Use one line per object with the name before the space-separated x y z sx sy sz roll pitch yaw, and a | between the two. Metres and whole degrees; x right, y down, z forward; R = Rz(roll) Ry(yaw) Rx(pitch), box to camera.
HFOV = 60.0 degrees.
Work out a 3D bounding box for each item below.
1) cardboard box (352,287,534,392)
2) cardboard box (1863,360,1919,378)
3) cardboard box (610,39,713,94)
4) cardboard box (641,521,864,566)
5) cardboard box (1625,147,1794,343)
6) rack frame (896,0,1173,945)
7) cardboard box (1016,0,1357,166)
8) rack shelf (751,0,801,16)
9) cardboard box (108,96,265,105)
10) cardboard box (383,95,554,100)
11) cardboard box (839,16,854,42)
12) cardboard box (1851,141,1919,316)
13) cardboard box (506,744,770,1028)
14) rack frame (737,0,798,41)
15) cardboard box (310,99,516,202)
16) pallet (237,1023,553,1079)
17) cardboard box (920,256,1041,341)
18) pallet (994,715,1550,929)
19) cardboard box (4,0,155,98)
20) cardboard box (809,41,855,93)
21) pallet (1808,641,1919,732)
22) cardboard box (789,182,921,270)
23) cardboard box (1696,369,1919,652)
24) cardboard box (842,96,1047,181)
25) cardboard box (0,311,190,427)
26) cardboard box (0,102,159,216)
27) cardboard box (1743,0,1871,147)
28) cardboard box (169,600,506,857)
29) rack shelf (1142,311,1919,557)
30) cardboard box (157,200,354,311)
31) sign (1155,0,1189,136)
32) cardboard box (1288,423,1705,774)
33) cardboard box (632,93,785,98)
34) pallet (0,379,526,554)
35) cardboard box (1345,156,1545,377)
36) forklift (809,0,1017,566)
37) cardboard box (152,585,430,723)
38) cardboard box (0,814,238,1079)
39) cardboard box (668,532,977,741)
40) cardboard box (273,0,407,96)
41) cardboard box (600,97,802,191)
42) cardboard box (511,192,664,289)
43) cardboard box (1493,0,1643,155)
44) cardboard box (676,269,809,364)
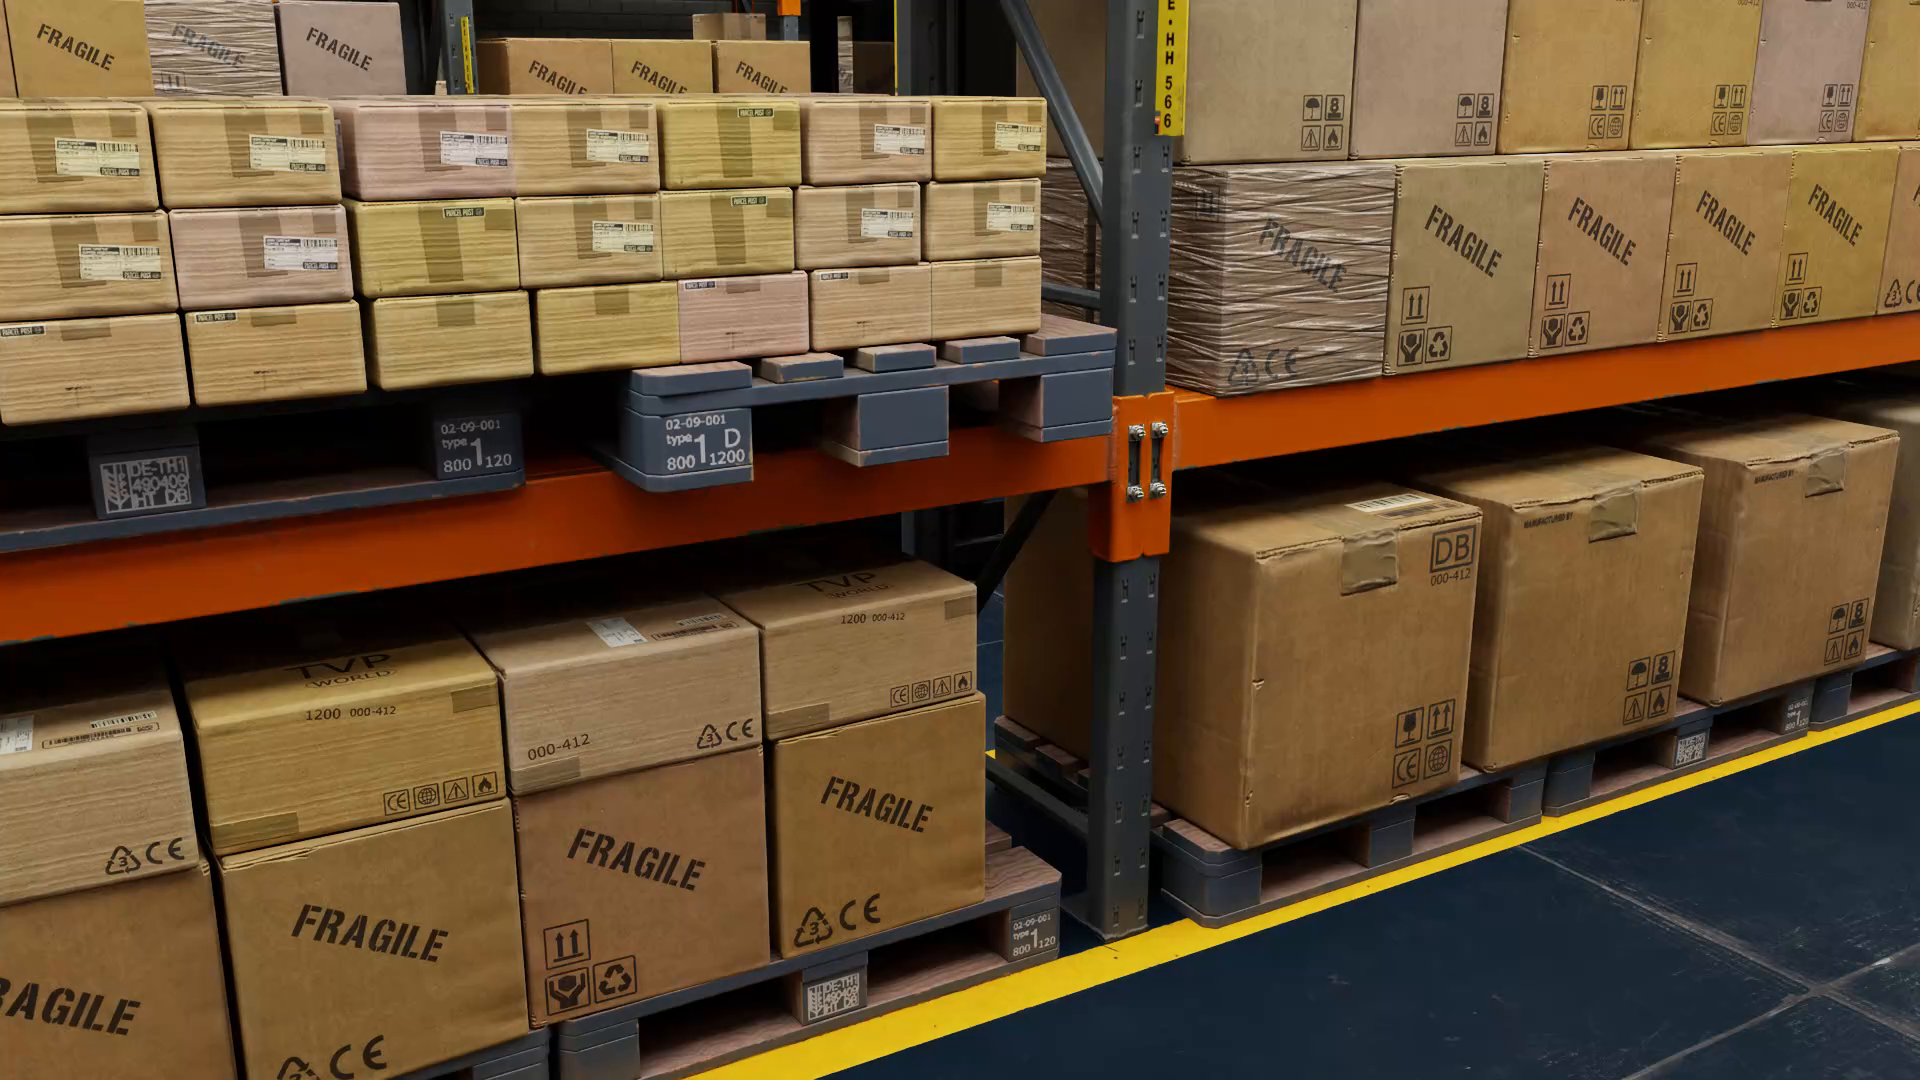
cardboard box | -0.920 -0.368 2.852 0.250 0.149 0.380 -10 19 -32
cardboard box | 4.149 -0.410 6.472 0.875 0.875 0.875 -9 18 -29
cardboard box | -1.543 -2.211 8.226 0.500 0.500 0.500 -8 18 -27
cardboard box | -0.570 0.077 4.042 0.500 0.250 0.500 -10 19 -32
cardboard box | 1.964 -0.861 4.740 0.500 0.500 0.500 -9 18 -30
rack frame | 0.145 -0.603 4.004 0.127 3.000 1.000 -9 18 -30
cardboard box | 0.535 -1.193 4.070 0.500 0.500 0.700 -9 18 -30
rack shelf | 0.093 -4.814 14.802 4.000 0.370 1.077 -9 18 -30
cardboard box | -1.476 -0.768 3.179 0.250 0.149 0.380 -9 18 -28
cardboard box | -1.019 -0.844 3.447 0.250 0.149 0.380 -10 19 -32
cardboard box | -0.525 -2.838 9.260 0.250 0.149 0.380 -8 18 -27
cardboard box | 2.831 -1.003 5.244 0.500 0.500 0.500 -9 18 -30
cardboard box | -0.731 0.622 3.488 0.500 0.500 0.500 -8 18 -27
rack frame | -1.621 -3.438 14.118 0.127 3.000 1.000 -9 18 -30
cardboard box | -0.916 -0.656 2.777 0.250 0.149 0.380 -9 18 -30
pallet | -1.570 1.016 3.393 1.213 0.211 1.003 -9 18 -30
cardboard box | -0.041 -0.509 3.357 0.250 0.149 0.380 -9 18 -29
pallet | 0.860 0.647 4.709 1.213 0.211 1.003 -9 18 -30
cardboard box | -3.664 -1.991 6.917 0.500 0.500 0.500 -9 18 -30
cardboard box | -0.658 -2.354 8.736 0.500 0.500 0.500 -10 19 -32
pallet | 2.952 0.308 5.919 1.213 0.211 1.003 -9 18 -30
cardboard box | -0.271 -0.616 3.187 0.250 0.149 0.380 -8 18 -28
cardboard box | 3.088 -0.171 5.853 0.750 0.750 1.050 -9 18 -30
cardboard box | -0.039 -0.797 3.280 0.250 0.149 0.380 -10 19 -32
cardboard box | -1.375 -0.294 2.588 0.250 0.149 0.380 -10 19 -32
cardboard box | -1.372 -0.581 2.512 0.250 0.149 0.380 -9 18 -28
cardboard box | 2.278 -1.476 5.081 0.500 0.500 0.700 -9 18 -29
cardboard box | -1.177 0.333 3.130 0.500 0.250 0.500 -9 18 -28
rack shelf | 1.860 -0.535 5.093 4.000 0.370 1.077 -9 18 -30
cardboard box | -1.148 -0.474 2.679 0.250 0.149 0.380 -9 18 -28
sign | 0.433 -0.998 3.415 0.005 0.325 0.100 -9 18 -30
cardboard box | 1.461 0.092 4.915 0.750 0.750 1.050 -9 18 -29
cardboard box | -0.579 -0.913 3.696 0.250 0.149 0.380 -10 18 -31
pallet | -1.530 -0.226 3.015 1.213 0.211 1.003 -9 18 -30
cardboard box | 1.104 -0.723 4.245 0.500 0.500 0.500 -9 18 -30
forklift | -0.546 -1.327 6.713 3.031 2.935 1.130 -9 18 -29
cardboard box | -1.436 0.213 3.555 0.500 0.250 0.500 -9 18 -29
cardboard box | -1.619 0.763 2.983 0.500 0.500 0.500 -9 18 -29
cardboard box | -0.306 0.193 3.628 0.500 0.250 0.500 -10 18 -31
cardboard box | -2.799 -2.132 7.419 0.500 0.500 0.500 -10 18 -31
cardboard box | -0.480 -0.726 3.027 0.250 0.149 0.380 -9 18 -28
cardboard box | -0.710 -0.544 2.930 0.250 0.149 0.380 -9 18 -30
cardboard box | 1.407 -1.335 4.578 0.500 0.500 0.700 -10 18 -31
cardboard box | -0.475 -0.440 3.108 0.250 0.149 0.380 -9 18 -29
